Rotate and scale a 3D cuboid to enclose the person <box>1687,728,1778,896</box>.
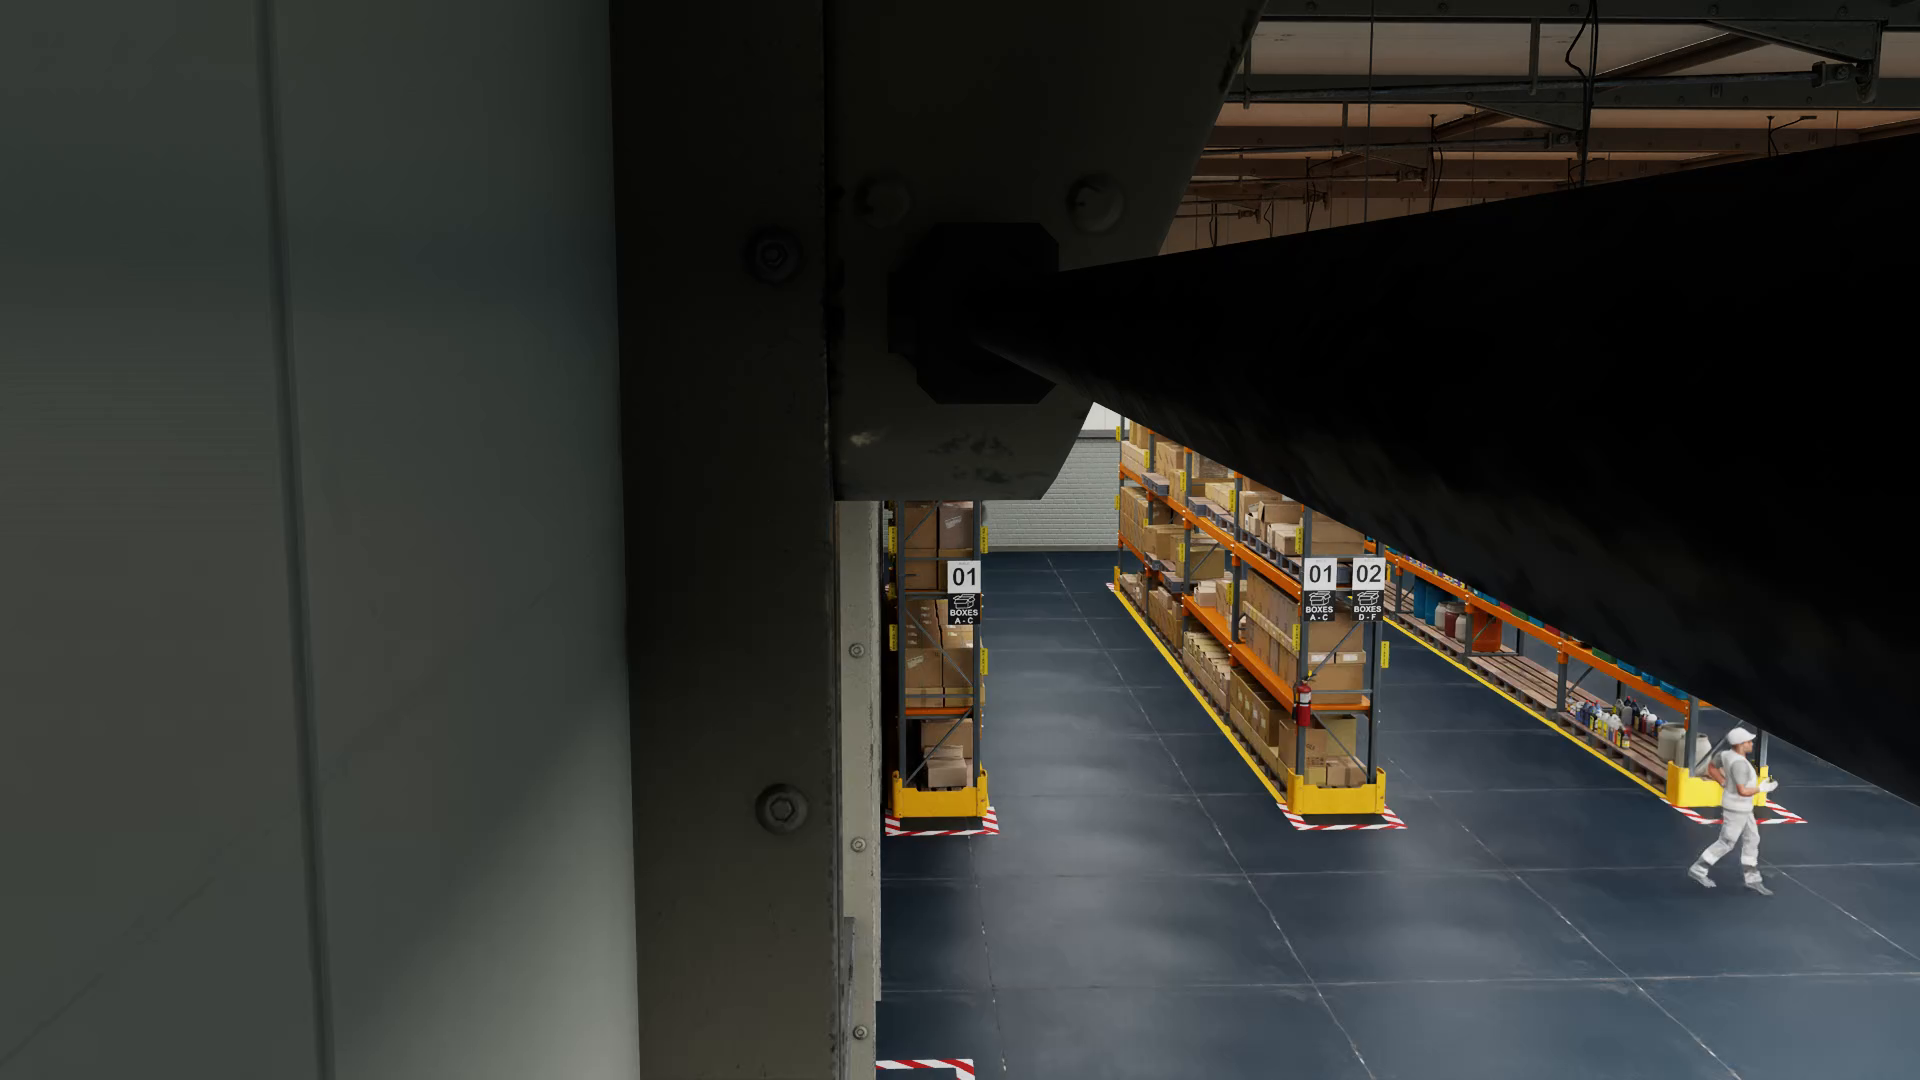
[{"bbox_3d":[8.258,2.894,17.713,0.857,1.828,0.644,3,9,21],"label":"person"}]
